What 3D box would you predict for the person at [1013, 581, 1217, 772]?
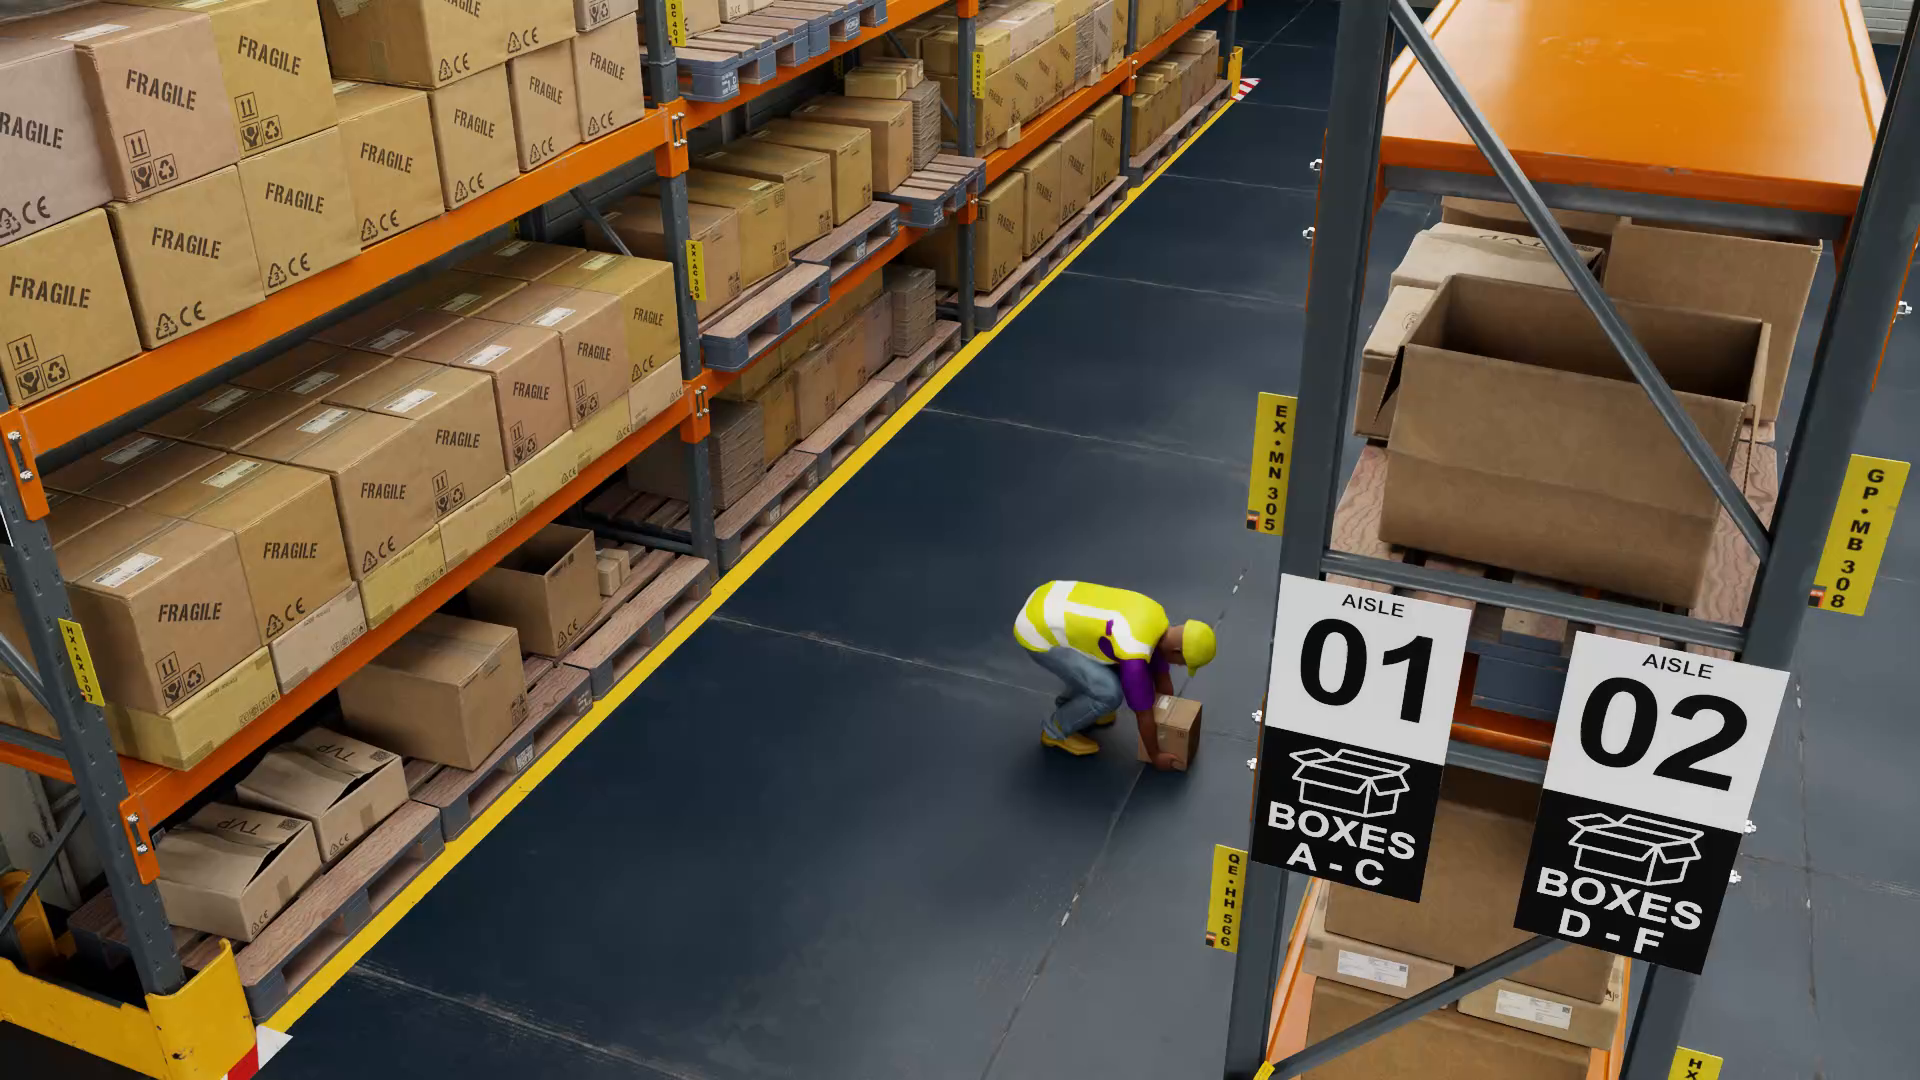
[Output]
[{"bbox_3d":[0.760,0.639,8.198,0.980,0.863,0.518,10,31,17],"label":"person"}]
